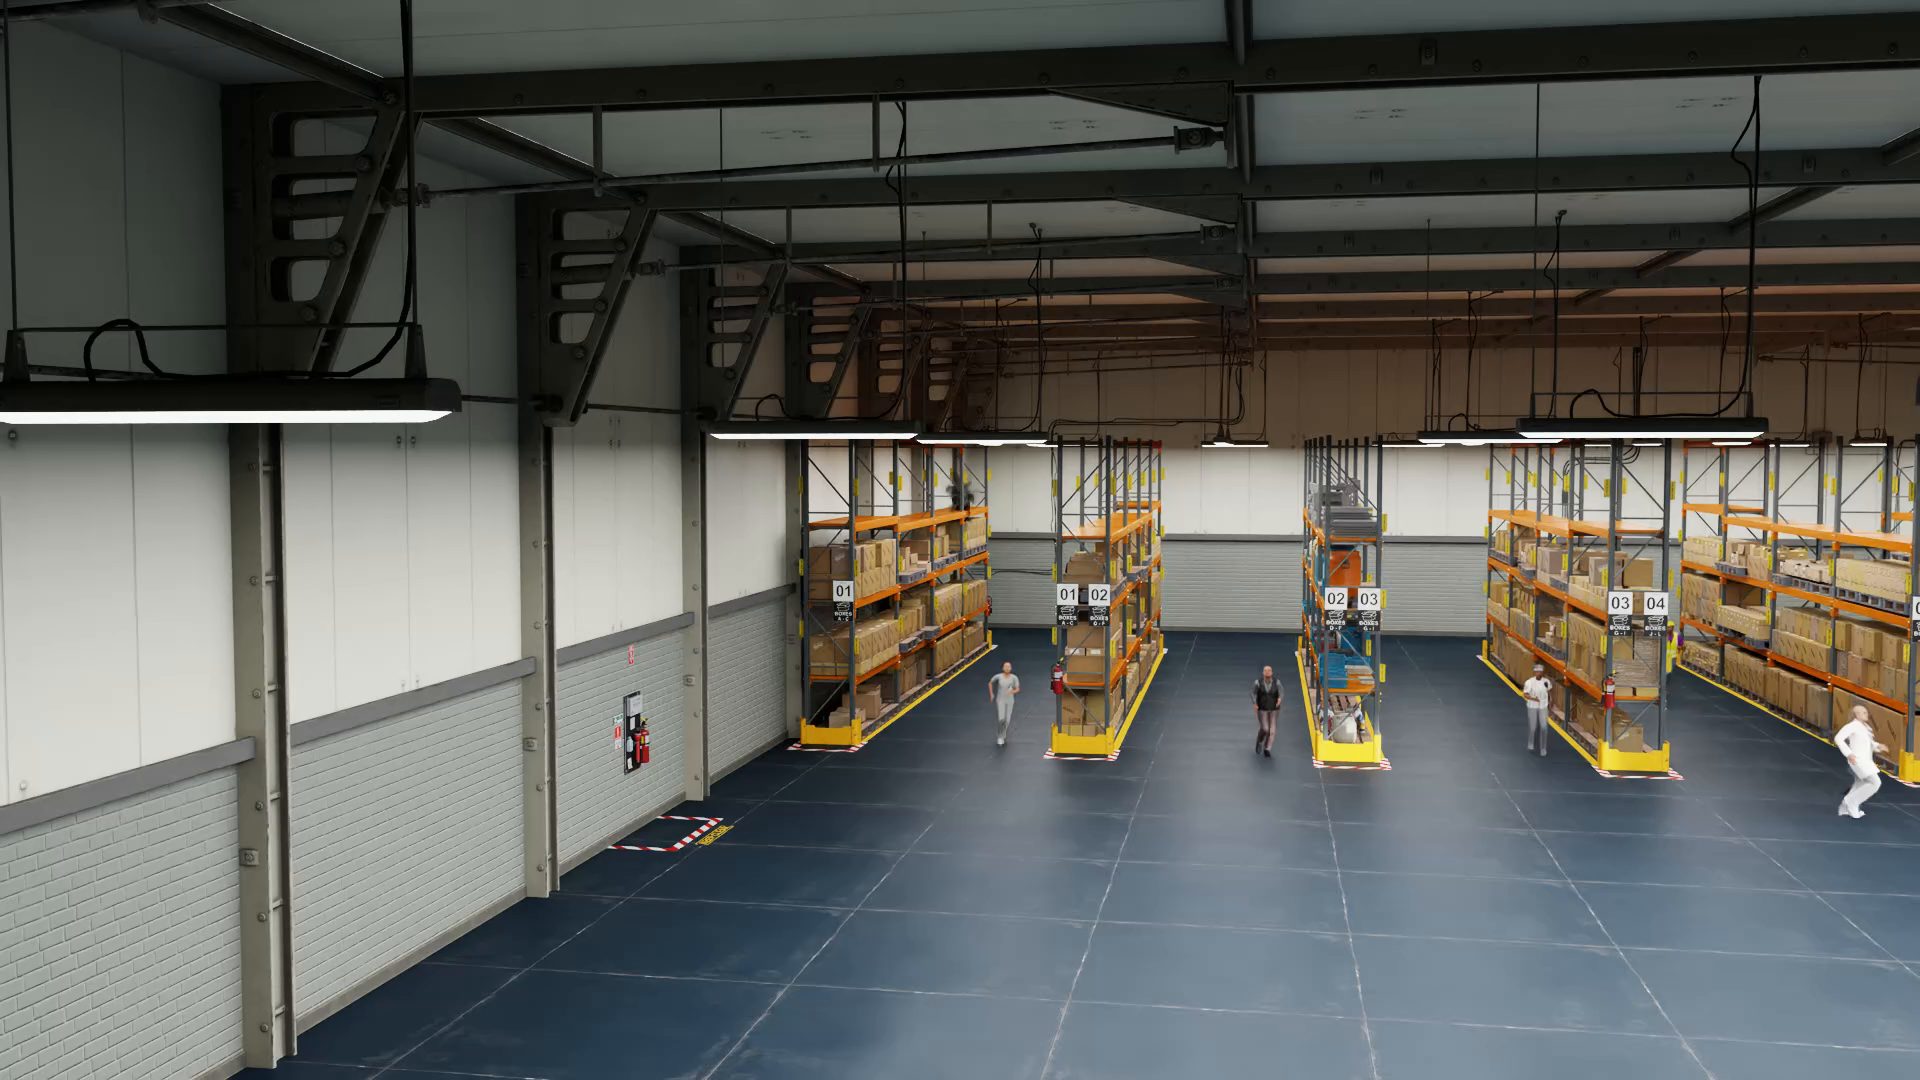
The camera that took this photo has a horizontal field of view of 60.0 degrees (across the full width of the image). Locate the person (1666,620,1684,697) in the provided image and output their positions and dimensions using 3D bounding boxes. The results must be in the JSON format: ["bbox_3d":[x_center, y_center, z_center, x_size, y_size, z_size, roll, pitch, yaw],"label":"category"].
[{"bbox_3d":[16.460,2.756,38.651,0.669,1.787,0.808,0,3,-1],"label":"person"}]

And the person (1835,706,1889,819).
[{"bbox_3d":[13.990,3.441,25.742,0.692,1.740,0.691,3,4,44],"label":"person"}]

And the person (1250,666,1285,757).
[{"bbox_3d":[5.768,3.206,31.114,0.640,1.686,0.540,0,3,3],"label":"person"}]

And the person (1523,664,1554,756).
[{"bbox_3d":[10.884,3.206,31.288,0.592,1.772,0.740,1,3,10],"label":"person"}]

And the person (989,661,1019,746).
[{"bbox_3d":[0.872,3.157,32.174,0.554,1.648,0.628,-1,3,-10],"label":"person"}]
